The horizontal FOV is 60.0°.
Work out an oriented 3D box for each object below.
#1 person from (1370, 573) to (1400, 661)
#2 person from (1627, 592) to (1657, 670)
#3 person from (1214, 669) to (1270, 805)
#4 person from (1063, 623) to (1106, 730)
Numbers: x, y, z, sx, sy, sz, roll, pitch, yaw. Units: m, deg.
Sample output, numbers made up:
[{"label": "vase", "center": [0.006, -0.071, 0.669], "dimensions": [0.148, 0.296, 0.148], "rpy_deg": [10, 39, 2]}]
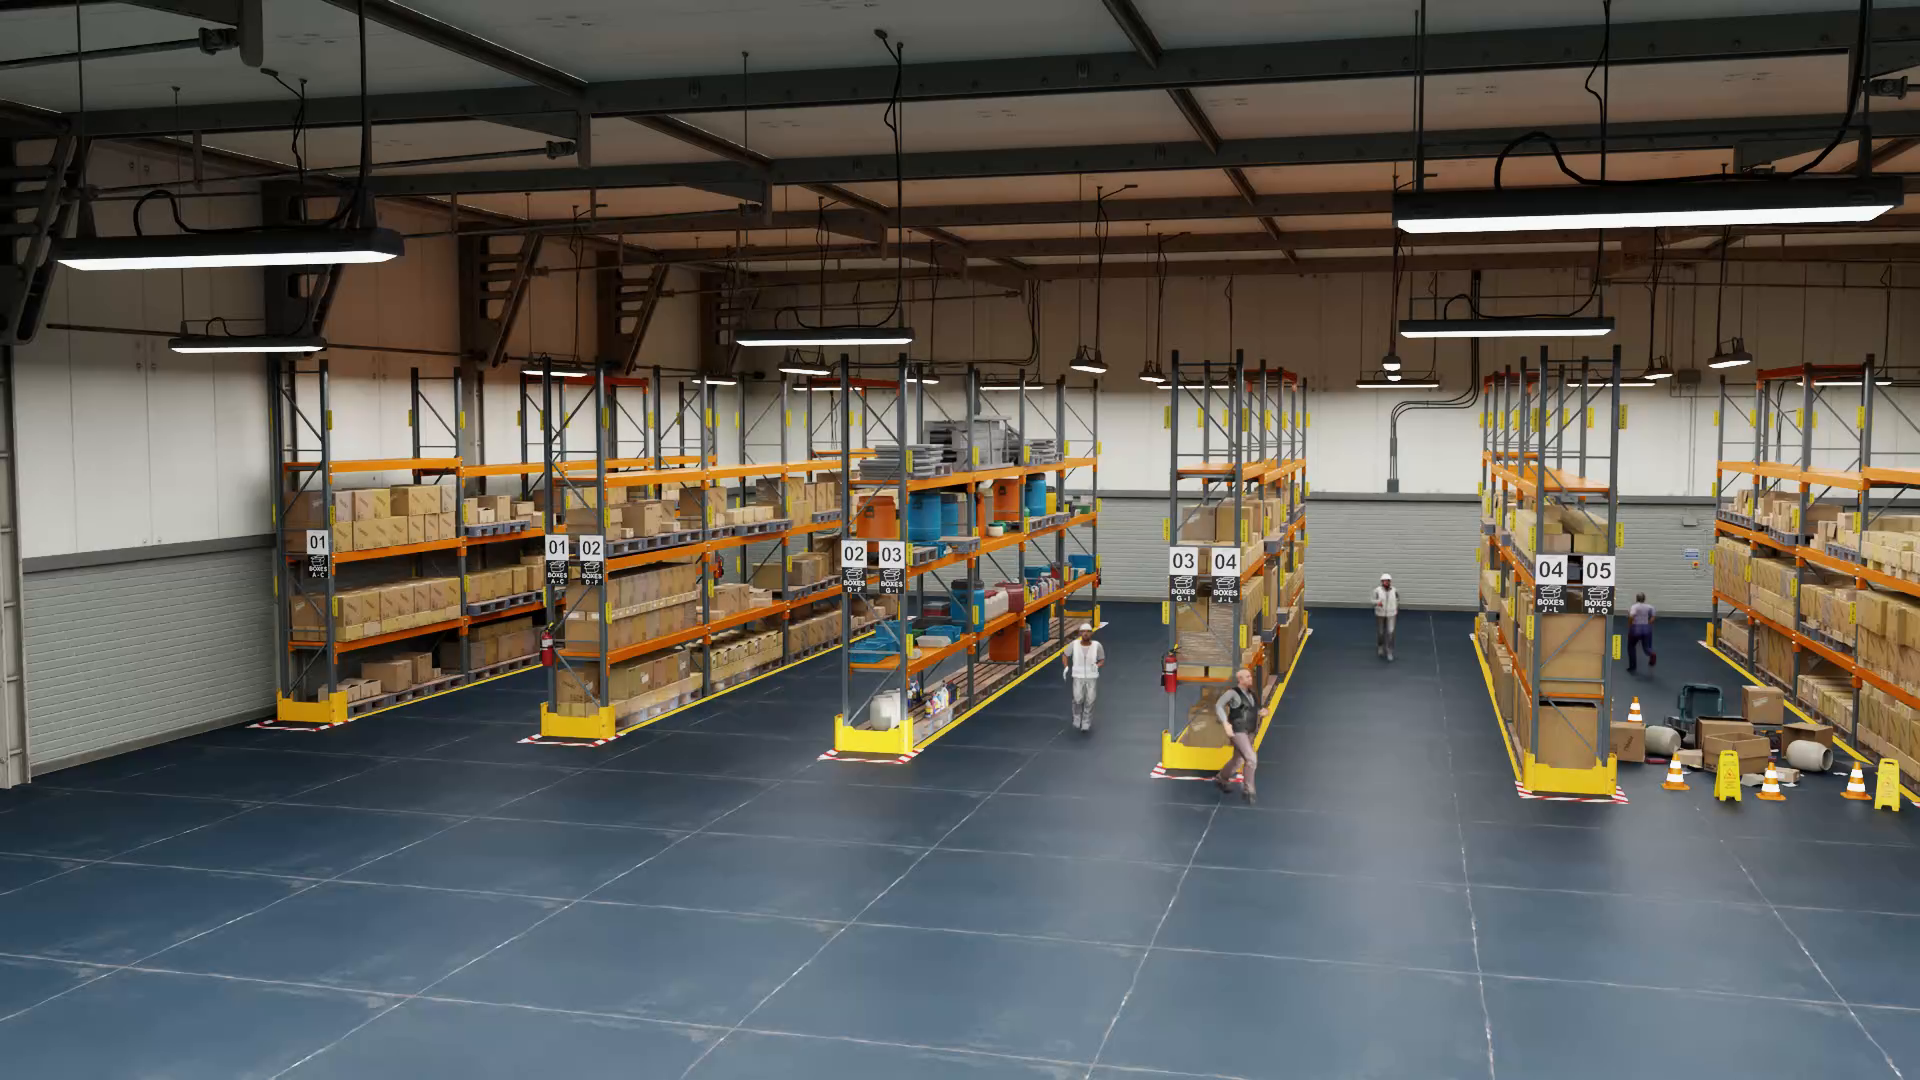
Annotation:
[{"label": "person", "center": [8.942, 1.593, 34.992], "dimensions": [0.610, 1.805, 0.889], "rpy_deg": [1, 4, 12]}, {"label": "person", "center": [13.511, 1.851, 32.971], "dimensions": [0.587, 1.631, 0.973], "rpy_deg": [0, 4, 3]}, {"label": "person", "center": [3.695, 2.556, 21.950], "dimensions": [0.795, 1.722, 0.664], "rpy_deg": [3, 5, 39]}, {"label": "person", "center": [1.996, 2.208, 26.587], "dimensions": [0.681, 1.739, 0.624], "rpy_deg": [0, 4, 0]}]
